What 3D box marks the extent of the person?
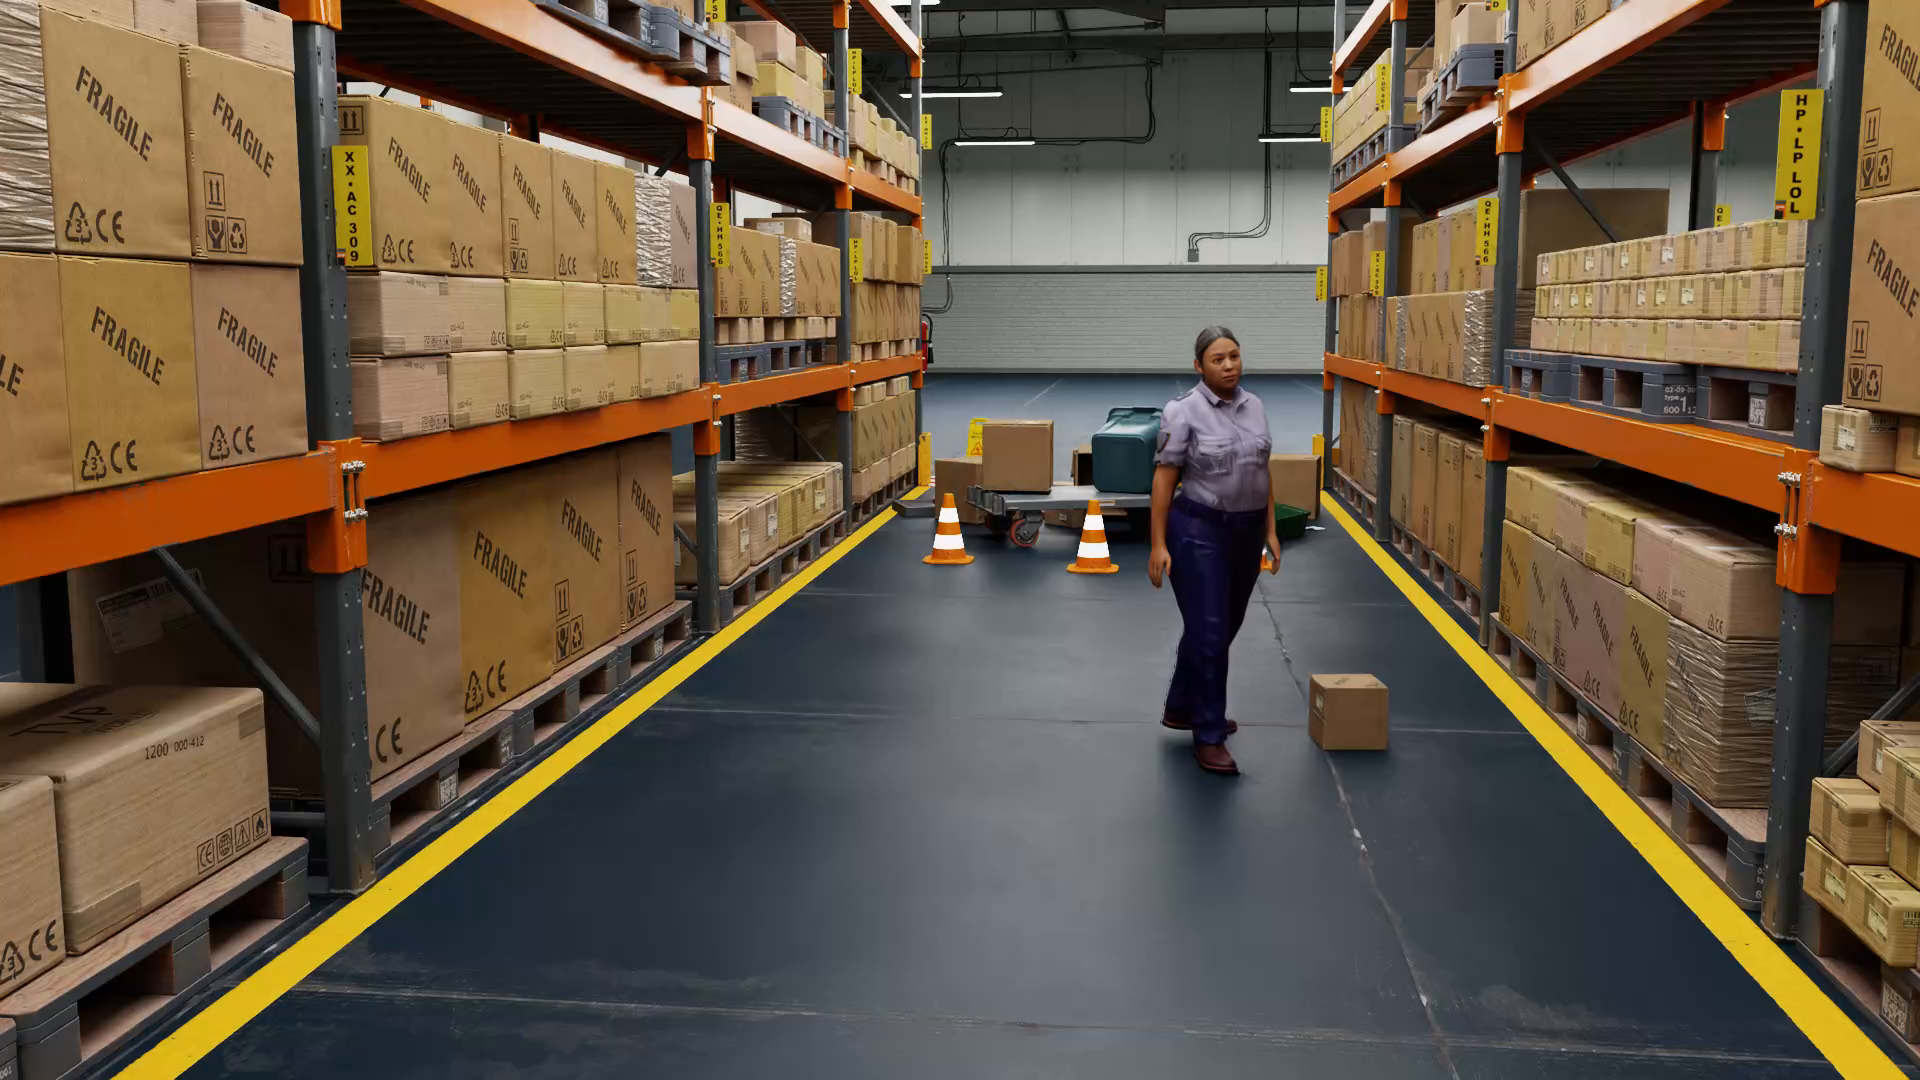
[{"bbox_3d":[0.943,0.011,6.310,0.561,1.637,0.609,-5,9,-33],"label":"person"}]
